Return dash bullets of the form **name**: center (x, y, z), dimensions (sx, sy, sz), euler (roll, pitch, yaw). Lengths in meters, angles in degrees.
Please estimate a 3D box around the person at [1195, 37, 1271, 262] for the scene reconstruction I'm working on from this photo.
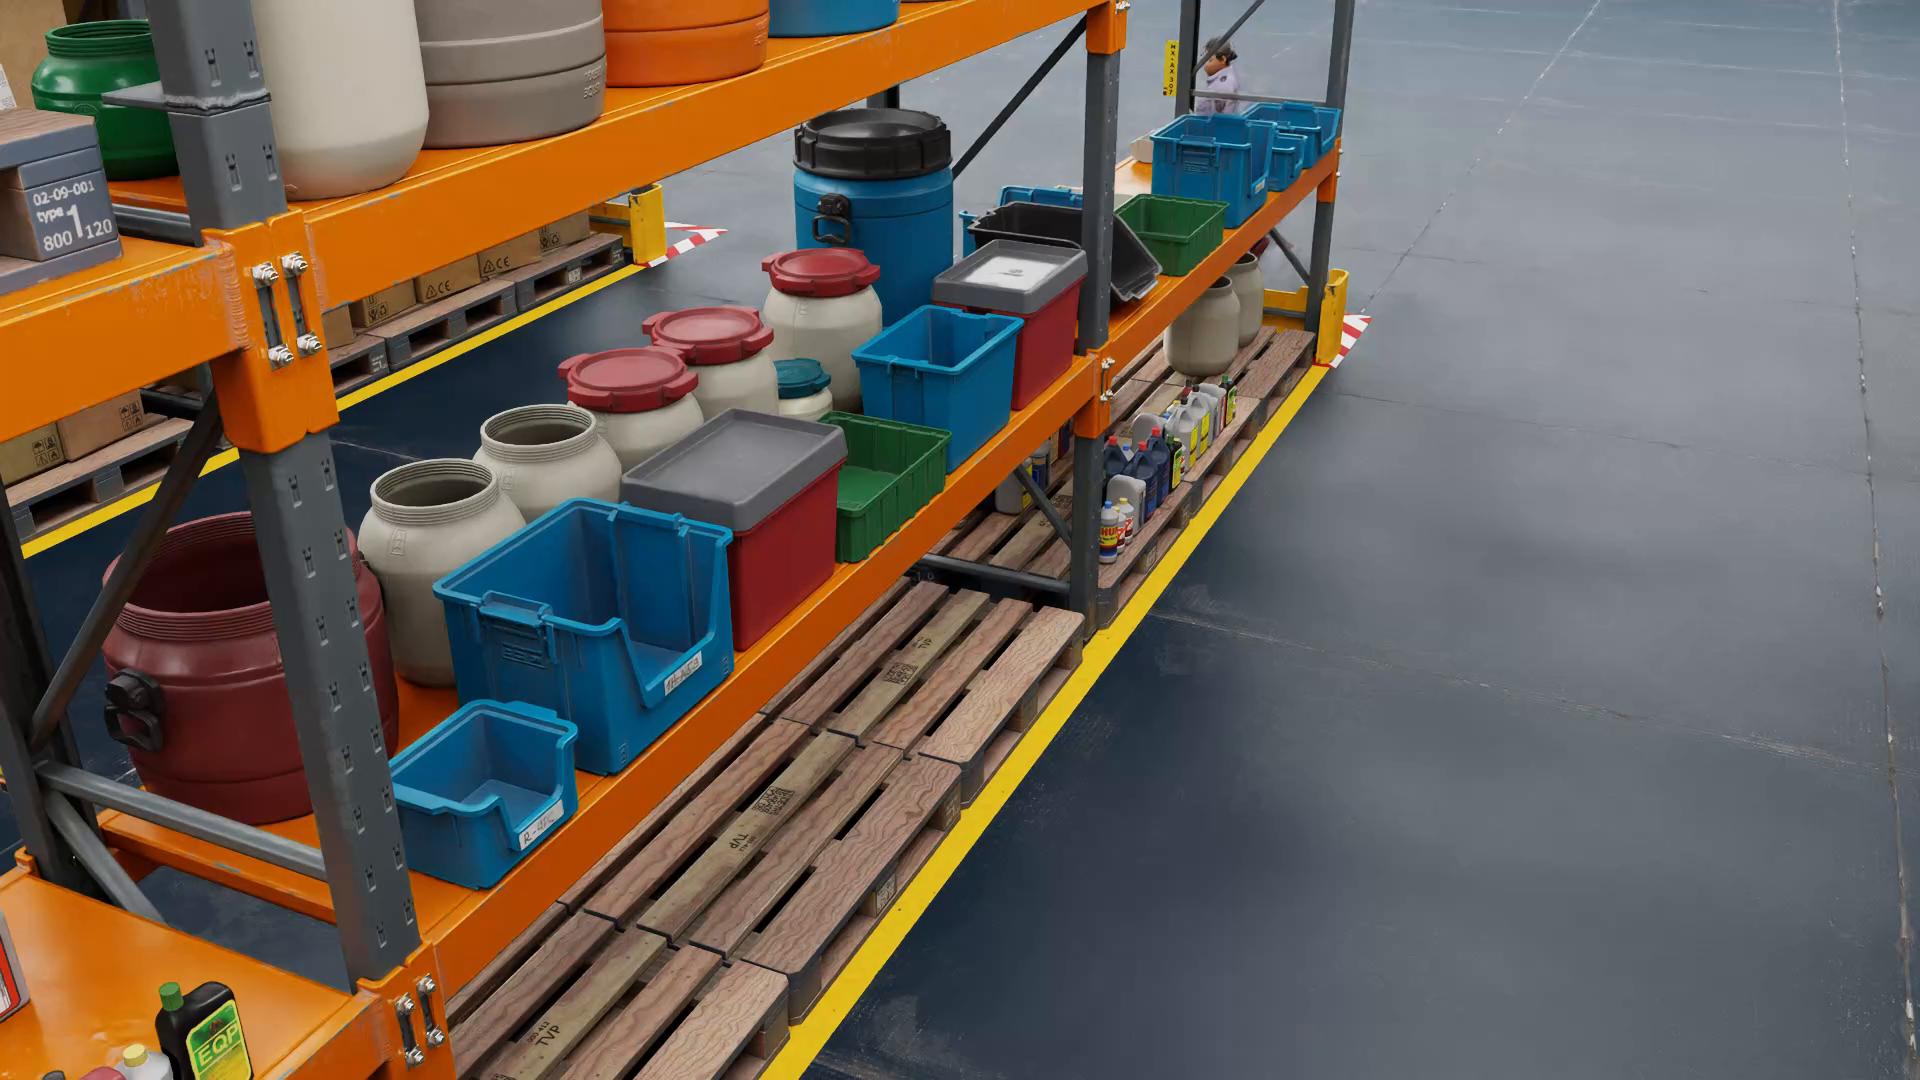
- **person**: center (1.827, -2.621, 11.426), dimensions (0.666, 1.617, 0.563), euler (6, 27, 13)
